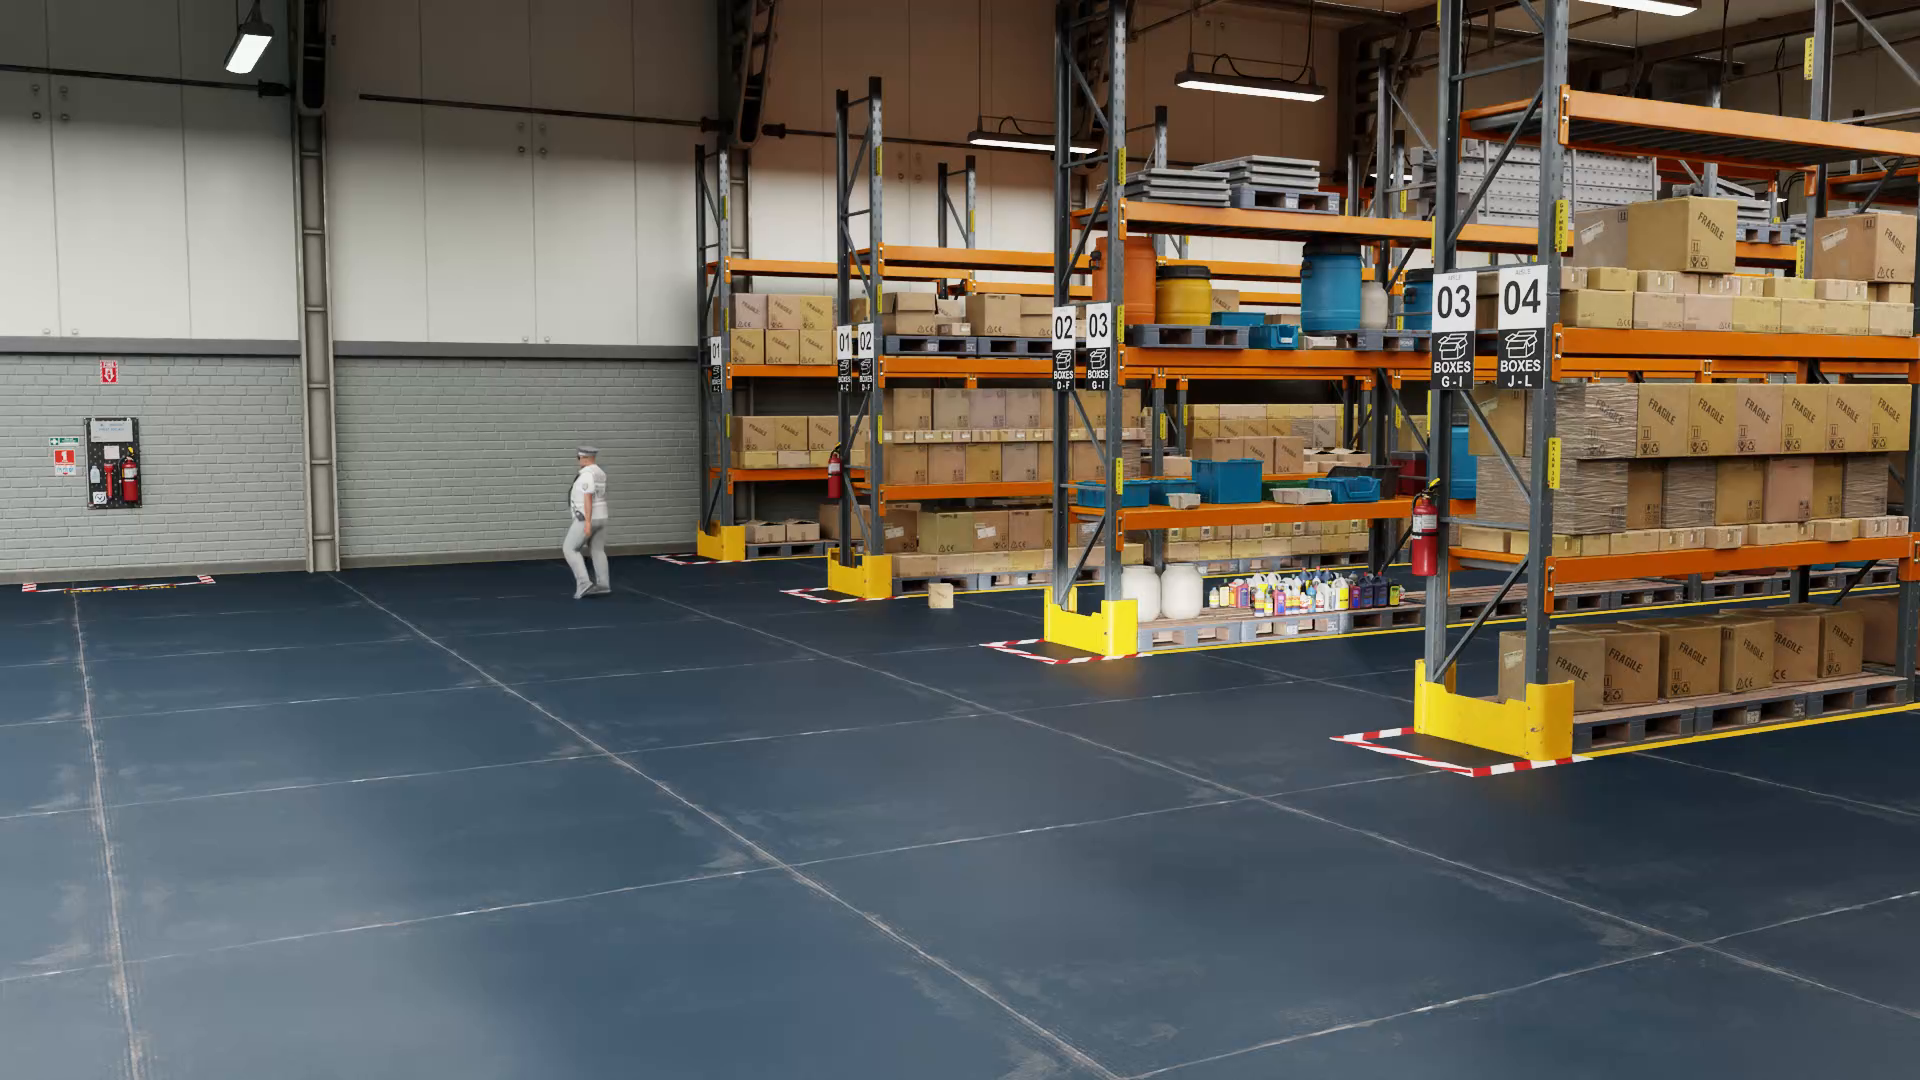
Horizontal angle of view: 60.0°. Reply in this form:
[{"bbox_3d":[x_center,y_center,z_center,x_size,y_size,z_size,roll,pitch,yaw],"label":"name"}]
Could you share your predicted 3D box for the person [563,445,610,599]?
[{"bbox_3d":[-4.374,-0.190,19.530,0.468,1.839,0.580,1,5,14],"label":"person"}]
